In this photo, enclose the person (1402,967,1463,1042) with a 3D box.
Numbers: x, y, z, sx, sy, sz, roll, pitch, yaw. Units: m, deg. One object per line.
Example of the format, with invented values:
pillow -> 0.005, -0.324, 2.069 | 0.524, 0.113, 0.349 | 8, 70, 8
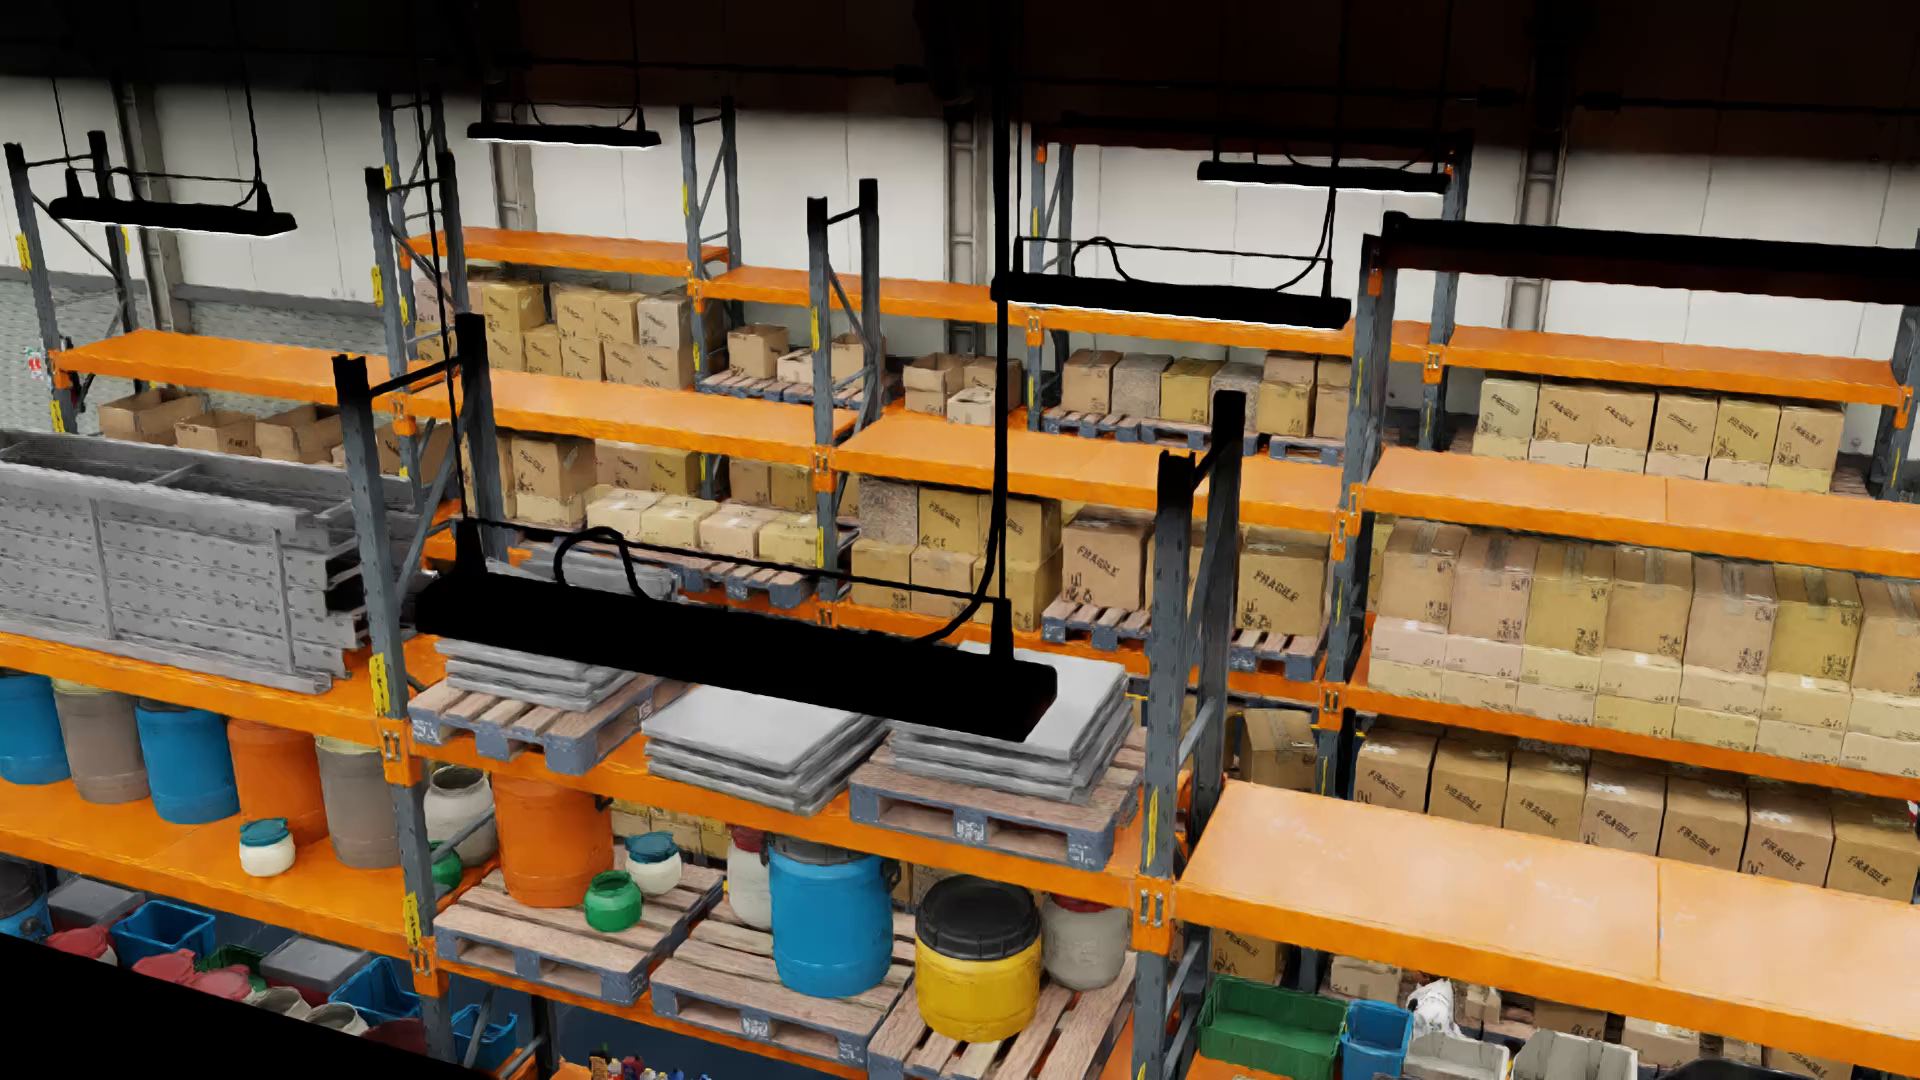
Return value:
person -> 3.138, 3.429, 11.127 | 1.090, 1.583, 0.497 | 9, 23, 22
